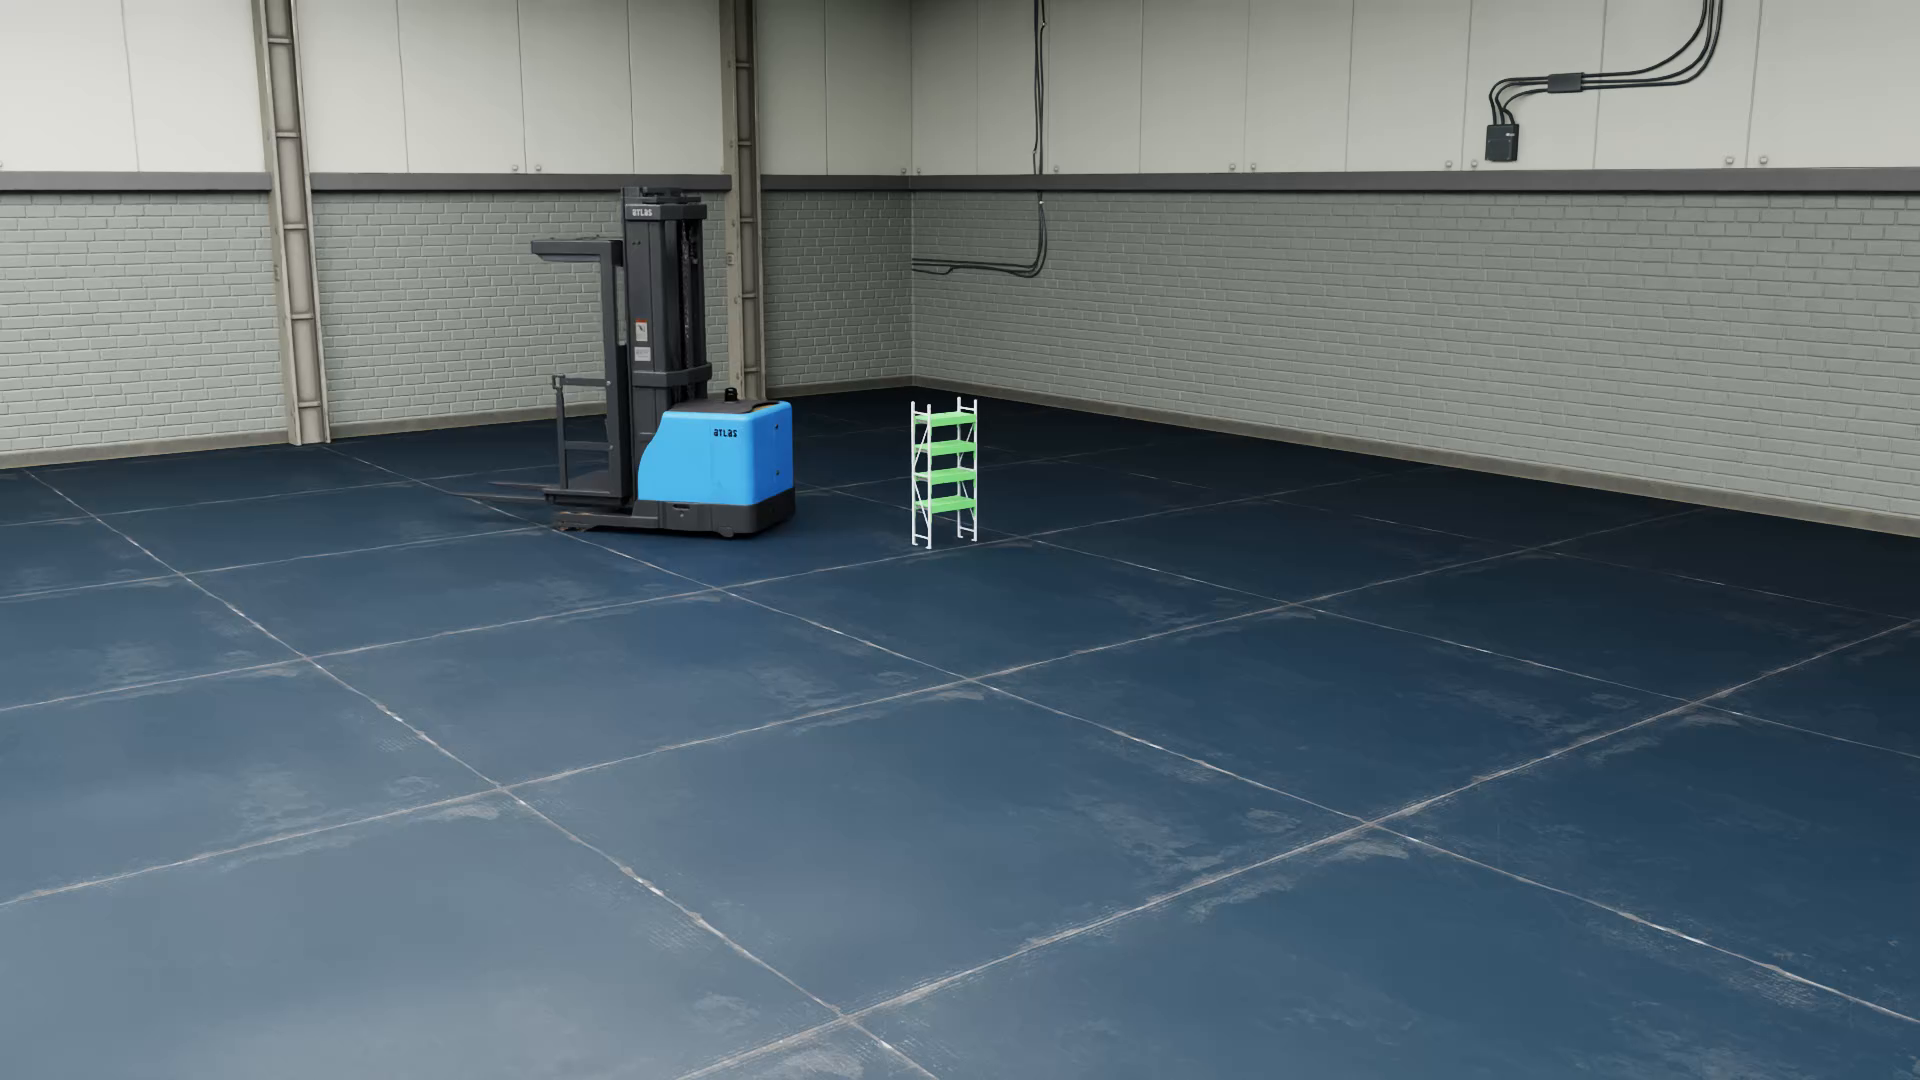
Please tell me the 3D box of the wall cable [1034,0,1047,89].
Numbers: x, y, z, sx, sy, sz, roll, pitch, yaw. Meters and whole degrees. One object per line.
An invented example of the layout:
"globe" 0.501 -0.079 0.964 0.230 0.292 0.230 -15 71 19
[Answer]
"wall cable" 1.861 -7.009 20.790 0.112 2.526 3.097 -9 15 -38

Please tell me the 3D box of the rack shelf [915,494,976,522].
"rack shelf" -0.129 -0.268 13.966 0.480 0.148 0.258 -9 15 -38

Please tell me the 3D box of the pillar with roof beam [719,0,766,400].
"pillar with roof beam" -0.266 -5.630 18.980 0.400 9.000 9.100 -9 15 -38

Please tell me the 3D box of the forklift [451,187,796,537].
"forklift" -3.052 -1.607 14.640 3.031 2.935 1.130 3 12 16

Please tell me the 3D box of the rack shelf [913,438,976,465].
"rack shelf" -0.129 -0.738 13.866 0.480 0.148 0.258 -9 15 -38

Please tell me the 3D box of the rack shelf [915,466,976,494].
"rack shelf" -0.129 -0.503 13.916 0.480 0.148 0.258 -9 15 -38

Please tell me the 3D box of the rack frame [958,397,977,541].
"rack frame" 0.061 -0.597 14.052 0.015 1.200 0.240 -9 15 -38

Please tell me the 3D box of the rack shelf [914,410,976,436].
"rack shelf" -0.129 -0.972 13.817 0.480 0.148 0.258 -9 15 -38

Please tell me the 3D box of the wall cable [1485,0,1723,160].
"wall cable" 6.090 -6.618 15.444 0.169 6.003 2.305 -9 15 -38

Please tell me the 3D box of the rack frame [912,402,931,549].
"rack frame" -0.320 -0.534 13.754 0.015 1.200 0.240 -9 15 -38

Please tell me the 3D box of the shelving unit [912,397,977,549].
"shelving unit" -0.129 -0.565 13.903 0.503 1.200 0.258 -9 15 -38

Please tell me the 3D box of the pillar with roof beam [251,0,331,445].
"pillar with roof beam" -4.951 -4.852 15.313 0.400 9.000 9.100 -9 15 -38

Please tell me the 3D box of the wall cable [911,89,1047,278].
"wall cable" 0.171 -4.978 23.381 0.112 2.526 3.097 -9 15 -38
